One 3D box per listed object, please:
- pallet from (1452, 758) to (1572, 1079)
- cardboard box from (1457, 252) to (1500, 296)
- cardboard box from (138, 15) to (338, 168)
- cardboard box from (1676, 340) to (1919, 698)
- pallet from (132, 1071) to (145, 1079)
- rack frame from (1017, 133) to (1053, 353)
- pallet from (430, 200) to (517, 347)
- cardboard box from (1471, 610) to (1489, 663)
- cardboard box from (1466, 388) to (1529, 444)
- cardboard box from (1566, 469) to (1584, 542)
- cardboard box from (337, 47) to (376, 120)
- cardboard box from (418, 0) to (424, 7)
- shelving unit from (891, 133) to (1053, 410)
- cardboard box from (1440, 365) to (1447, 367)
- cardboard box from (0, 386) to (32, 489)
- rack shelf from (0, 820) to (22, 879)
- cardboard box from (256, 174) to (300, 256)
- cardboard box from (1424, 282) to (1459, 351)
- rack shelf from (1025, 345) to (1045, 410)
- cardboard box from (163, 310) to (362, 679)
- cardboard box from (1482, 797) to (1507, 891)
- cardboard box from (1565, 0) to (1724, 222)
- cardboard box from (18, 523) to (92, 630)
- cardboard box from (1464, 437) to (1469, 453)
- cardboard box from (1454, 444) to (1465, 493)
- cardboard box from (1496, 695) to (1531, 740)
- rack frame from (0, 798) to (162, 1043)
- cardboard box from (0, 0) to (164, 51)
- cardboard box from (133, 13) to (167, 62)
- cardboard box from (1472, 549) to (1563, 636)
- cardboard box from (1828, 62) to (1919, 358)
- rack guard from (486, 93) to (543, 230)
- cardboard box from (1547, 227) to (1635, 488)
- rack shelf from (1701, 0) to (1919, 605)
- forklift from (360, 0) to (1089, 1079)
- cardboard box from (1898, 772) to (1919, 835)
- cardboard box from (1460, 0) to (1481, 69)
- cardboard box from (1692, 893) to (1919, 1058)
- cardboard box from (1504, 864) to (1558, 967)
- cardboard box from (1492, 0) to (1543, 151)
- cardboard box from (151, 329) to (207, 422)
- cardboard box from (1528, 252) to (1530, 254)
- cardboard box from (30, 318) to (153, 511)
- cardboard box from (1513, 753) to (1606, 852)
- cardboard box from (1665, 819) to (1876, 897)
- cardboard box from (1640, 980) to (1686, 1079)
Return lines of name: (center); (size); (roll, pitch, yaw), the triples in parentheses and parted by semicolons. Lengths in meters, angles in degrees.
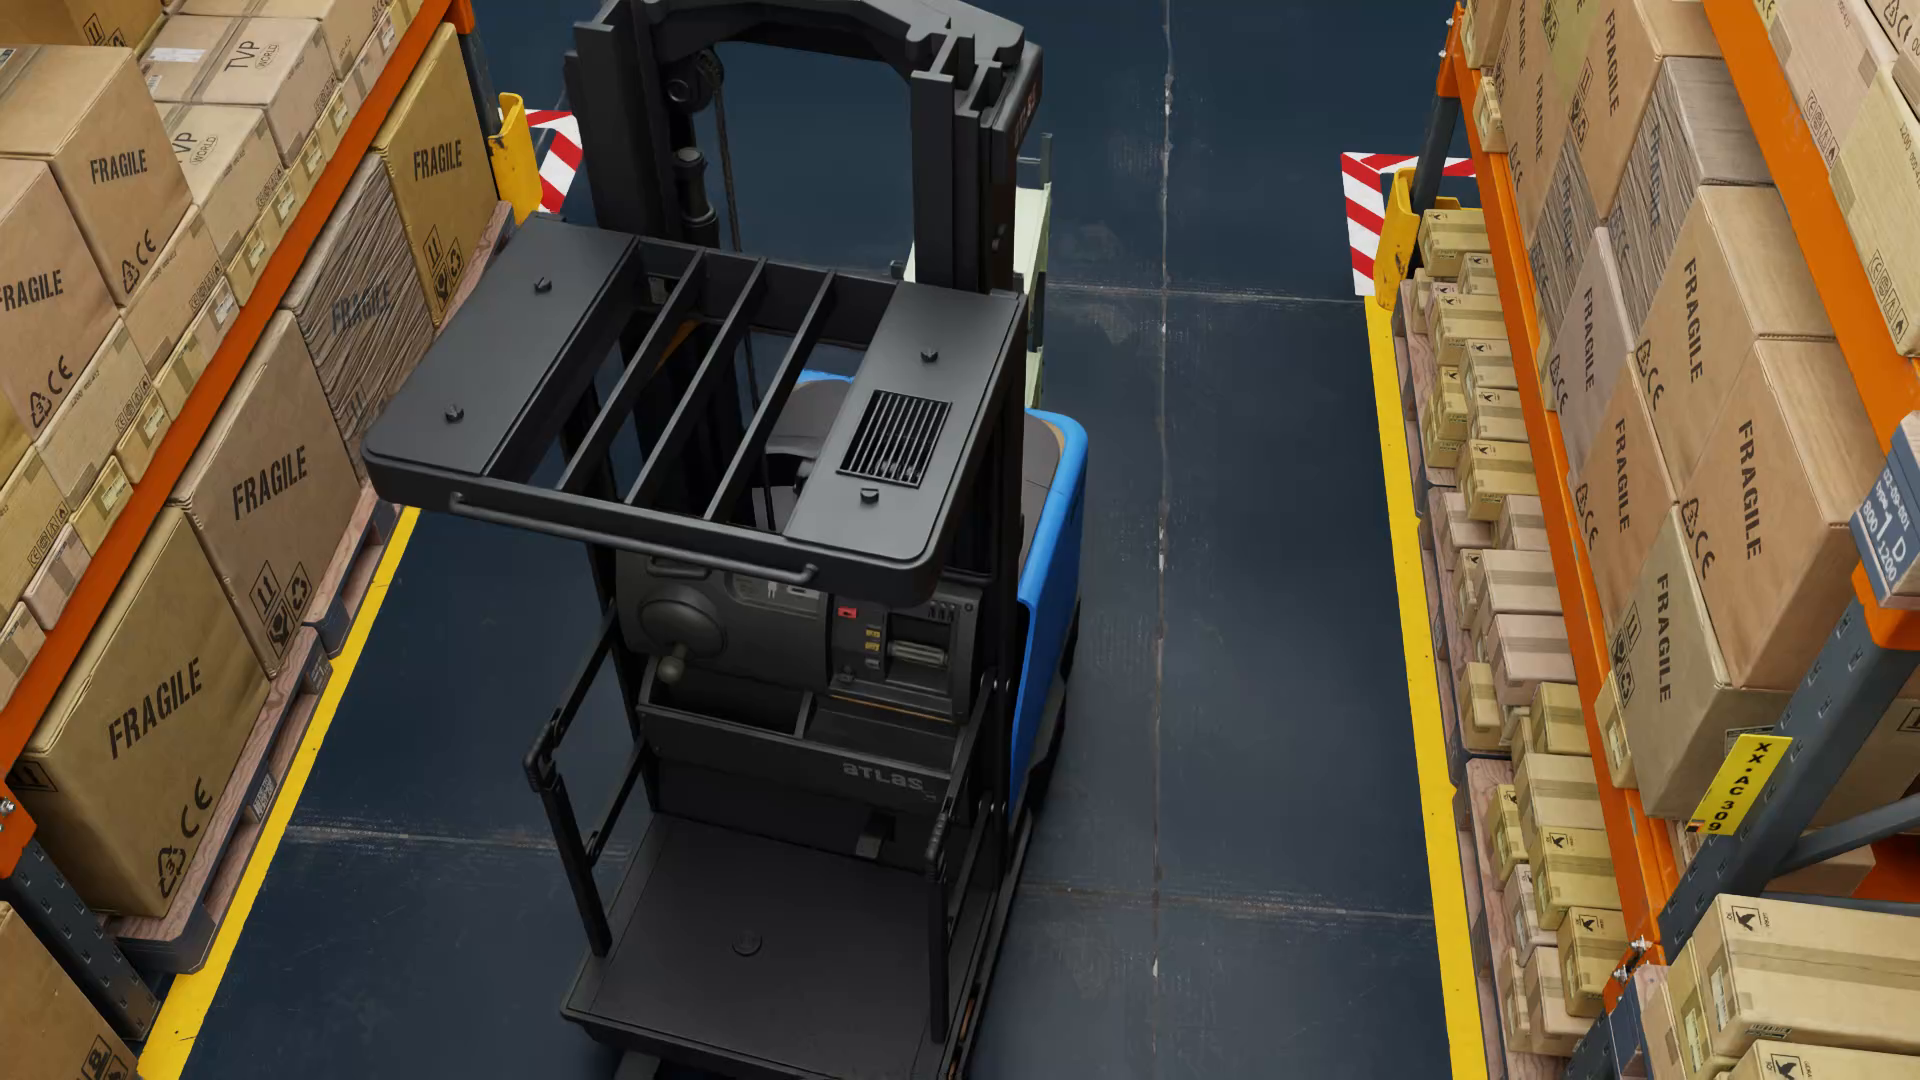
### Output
pallet: (2.064, 1.242, 4.971); (1.003, 0.211, 1.213); (4, 48, 4)
cardboard box: (2.111, -0.950, 6.330); (0.380, 0.149, 0.250); (5, 48, 4)
cardboard box: (-2.401, -1.479, 5.470); (0.500, 0.250, 0.500); (2, 48, 2)
cardboard box: (1.811, -0.038, 3.305); (0.500, 0.500, 0.500); (2, 48, 2)
pallet: (-2.888, 1.902, 4.367); (1.003, 0.211, 1.213); (4, 48, 4)
rack frame: (0.103, -0.835, 5.998); (0.400, 1.500, 0.023); (6, 48, 6)
pallet: (-2.523, -1.016, 7.037); (1.003, 0.211, 1.213); (4, 48, 4)
cardboard box: (1.919, 0.359, 5.537); (0.380, 0.149, 0.250); (5, 48, 4)
cardboard box: (1.986, -0.382, 5.811); (0.380, 0.149, 0.250); (6, 48, 5)
cardboard box: (1.873, -0.122, 4.499); (0.380, 0.149, 0.250); (2, 48, 2)
cardboard box: (-2.302, -1.622, 5.871); (0.380, 0.149, 0.250); (5, 48, 4)
cardboard box: (-2.232, -2.182, 6.383); (0.380, 0.149, 0.250); (5, 48, 4)
shelving unit: (0.047, -0.568, 5.754); (0.431, 1.500, 0.755); (6, 48, 6)
cardboard box: (2.093, -0.761, 6.560); (0.380, 0.149, 0.250); (4, 48, 3)
cardboard box: (-2.594, -0.249, 3.836); (0.500, 0.500, 0.500); (4, 48, 4)
rack shelf: (-3.075, 2.102, 2.783); (1.077, 0.370, 4.000); (4, 48, 4)
cardboard box: (-2.372, -1.058, 5.355); (0.380, 0.149, 0.250); (5, 48, 4)
cardboard box: (2.018, -0.857, 6.447); (0.380, 0.149, 0.250); (4, 48, 3)
rack shelf: (0.047, -0.348, 5.994); (0.431, 0.370, 0.720); (6, 48, 6)
cardboard box: (-2.670, -0.177, 5.534); (0.875, 0.875, 0.875); (4, 48, 4)
cardboard box: (1.801, 0.922, 5.021); (0.380, 0.149, 0.250); (2, 48, 2)
cardboard box: (1.945, -1.175, 4.345); (0.500, 0.500, 0.500); (3, 48, 2)
cardboard box: (-2.510, 0.086, 4.309); (0.380, 0.149, 0.250); (2, 48, 2)
cardboard box: (2.023, -0.289, 5.927); (0.380, 0.149, 0.250); (2, 48, 2)
cardboard box: (2.017, -0.203, 6.051); (0.380, 0.149, 0.250); (4, 48, 4)
cardboard box: (1.893, 0.500, 5.206); (0.380, 0.149, 0.250); (5, 48, 4)
rack frame: (-2.892, 0.389, 3.861); (1.000, 3.000, 0.127); (4, 48, 4)
cardboard box: (-2.927, -1.770, 5.228); (0.500, 0.500, 0.500); (3, 48, 2)
cardboard box: (-2.931, -1.514, 5.502); (0.500, 0.250, 0.500); (2, 48, 2)
cardboard box: (1.857, 0.174, 5.302); (0.380, 0.149, 0.250); (2, 48, 2)
cardboard box: (1.814, -0.544, 2.783); (0.500, 0.250, 0.500); (5, 48, 4)
rack guard: (-2.526, -1.724, 7.488); (1.175, 0.500, 0.348); (4, 48, 4)
cardboard box: (1.896, -0.459, 4.367); (0.500, 0.500, 0.500); (4, 48, 3)
rack shelf: (2.220, -1.442, 3.991); (1.077, 0.370, 4.000); (4, 48, 4)
forklift: (-0.464, 0.316, 3.975); (1.130, 2.935, 3.031); (11, 49, 10)
cardboard box: (2.334, 0.316, 3.659); (0.500, 0.500, 0.500); (3, 48, 3)
cardboard box: (2.046, -1.842, 6.072); (0.380, 0.149, 0.250); (4, 48, 3)
cardboard box: (1.544, 0.798, 2.970); (0.380, 0.149, 0.250); (6, 48, 6)
cardboard box: (1.762, 1.064, 4.689); (0.380, 0.149, 0.250); (2, 48, 2)
cardboard box: (2.063, -1.570, 5.384); (0.500, 0.500, 0.500); (4, 48, 4)
cardboard box: (-2.442, -0.489, 4.835); (0.380, 0.149, 0.250); (3, 48, 3)
cardboard box: (2.000, -0.881, 5.193); (0.380, 0.149, 0.250); (3, 48, 3)
cardboard box: (-2.538, -0.353, 4.441); (0.500, 0.250, 0.500); (4, 48, 3)
cardboard box: (1.810, 0.764, 4.763); (0.380, 0.149, 0.250); (3, 48, 3)
cardboard box: (1.831, 0.656, 3.787); (0.380, 0.149, 0.250); (3, 48, 3)
cardboard box: (1.544, 0.999, 3.190); (0.380, 0.149, 0.250); (2, 48, 2)
